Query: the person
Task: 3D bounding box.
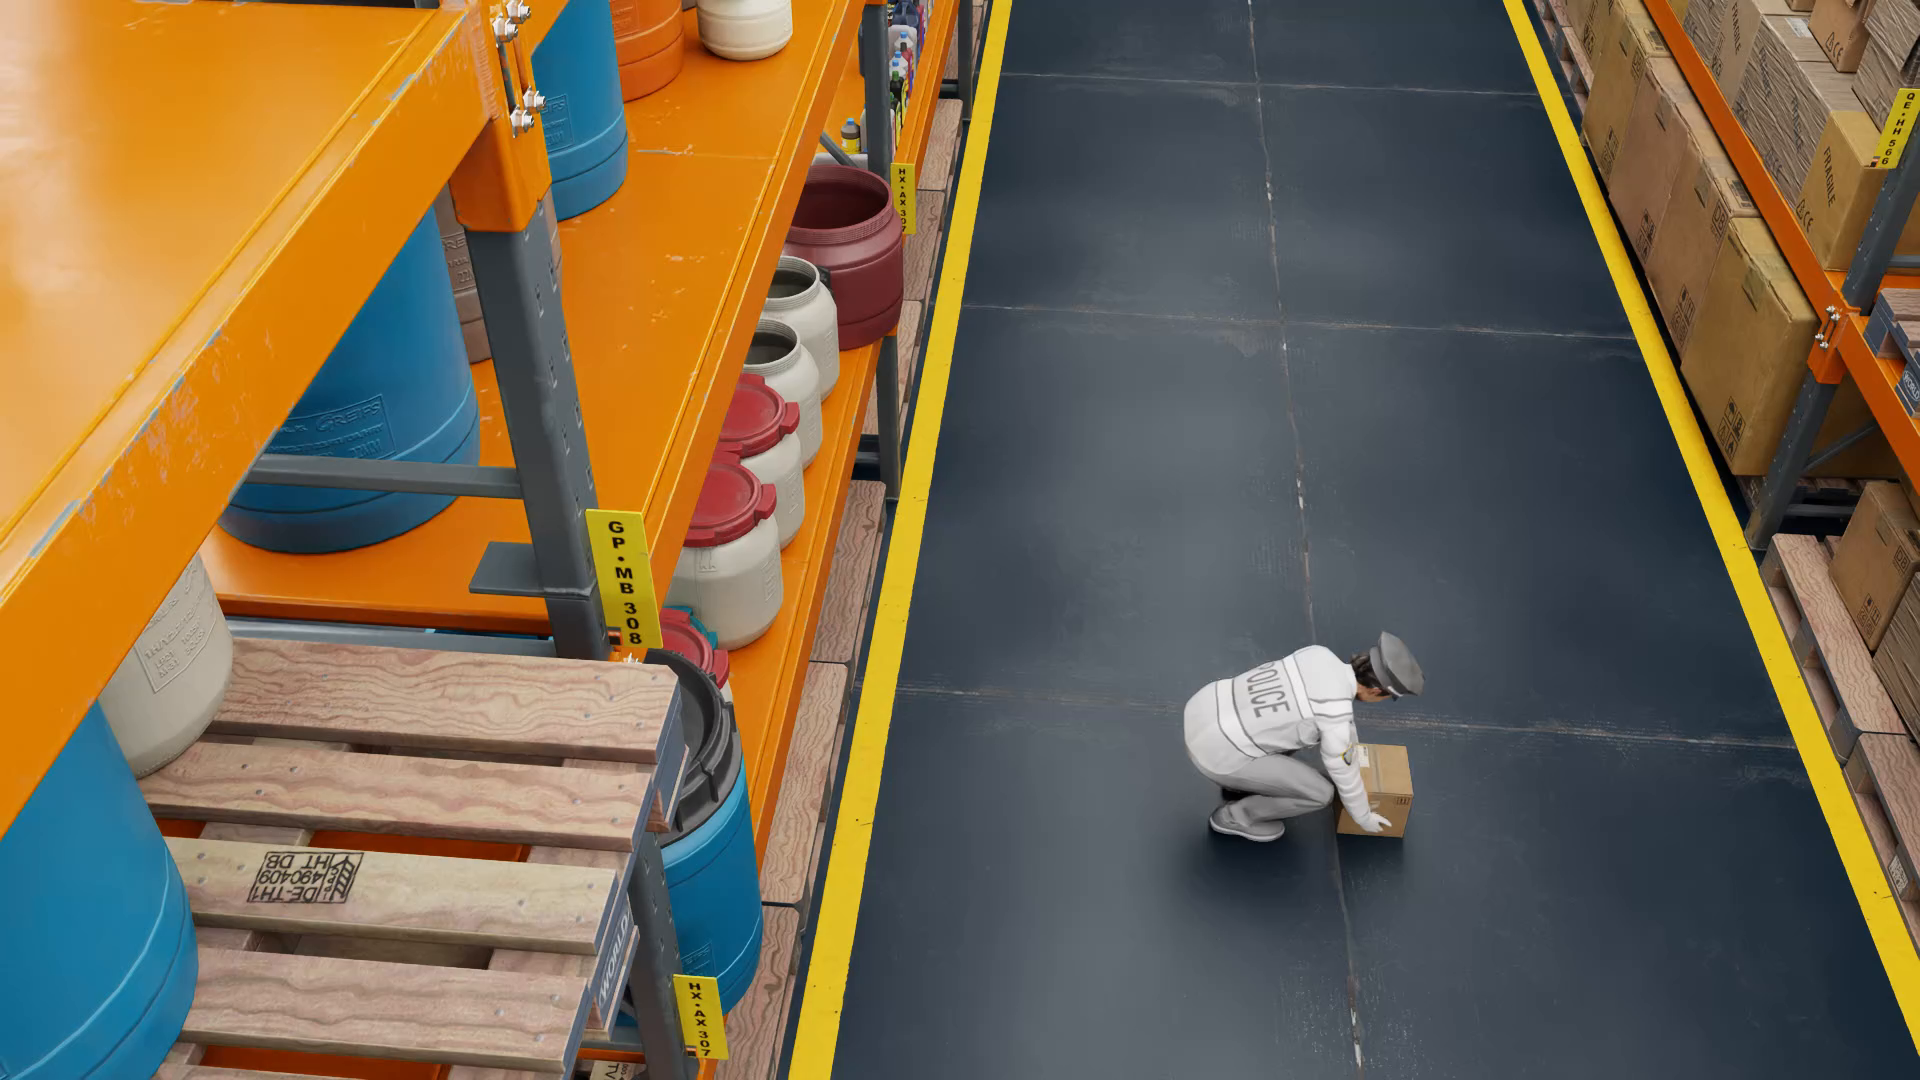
[{"bbox_3d":[1.150,0.392,5.967,0.564,1.686,0.460,3,40,4],"label":"person"}]
